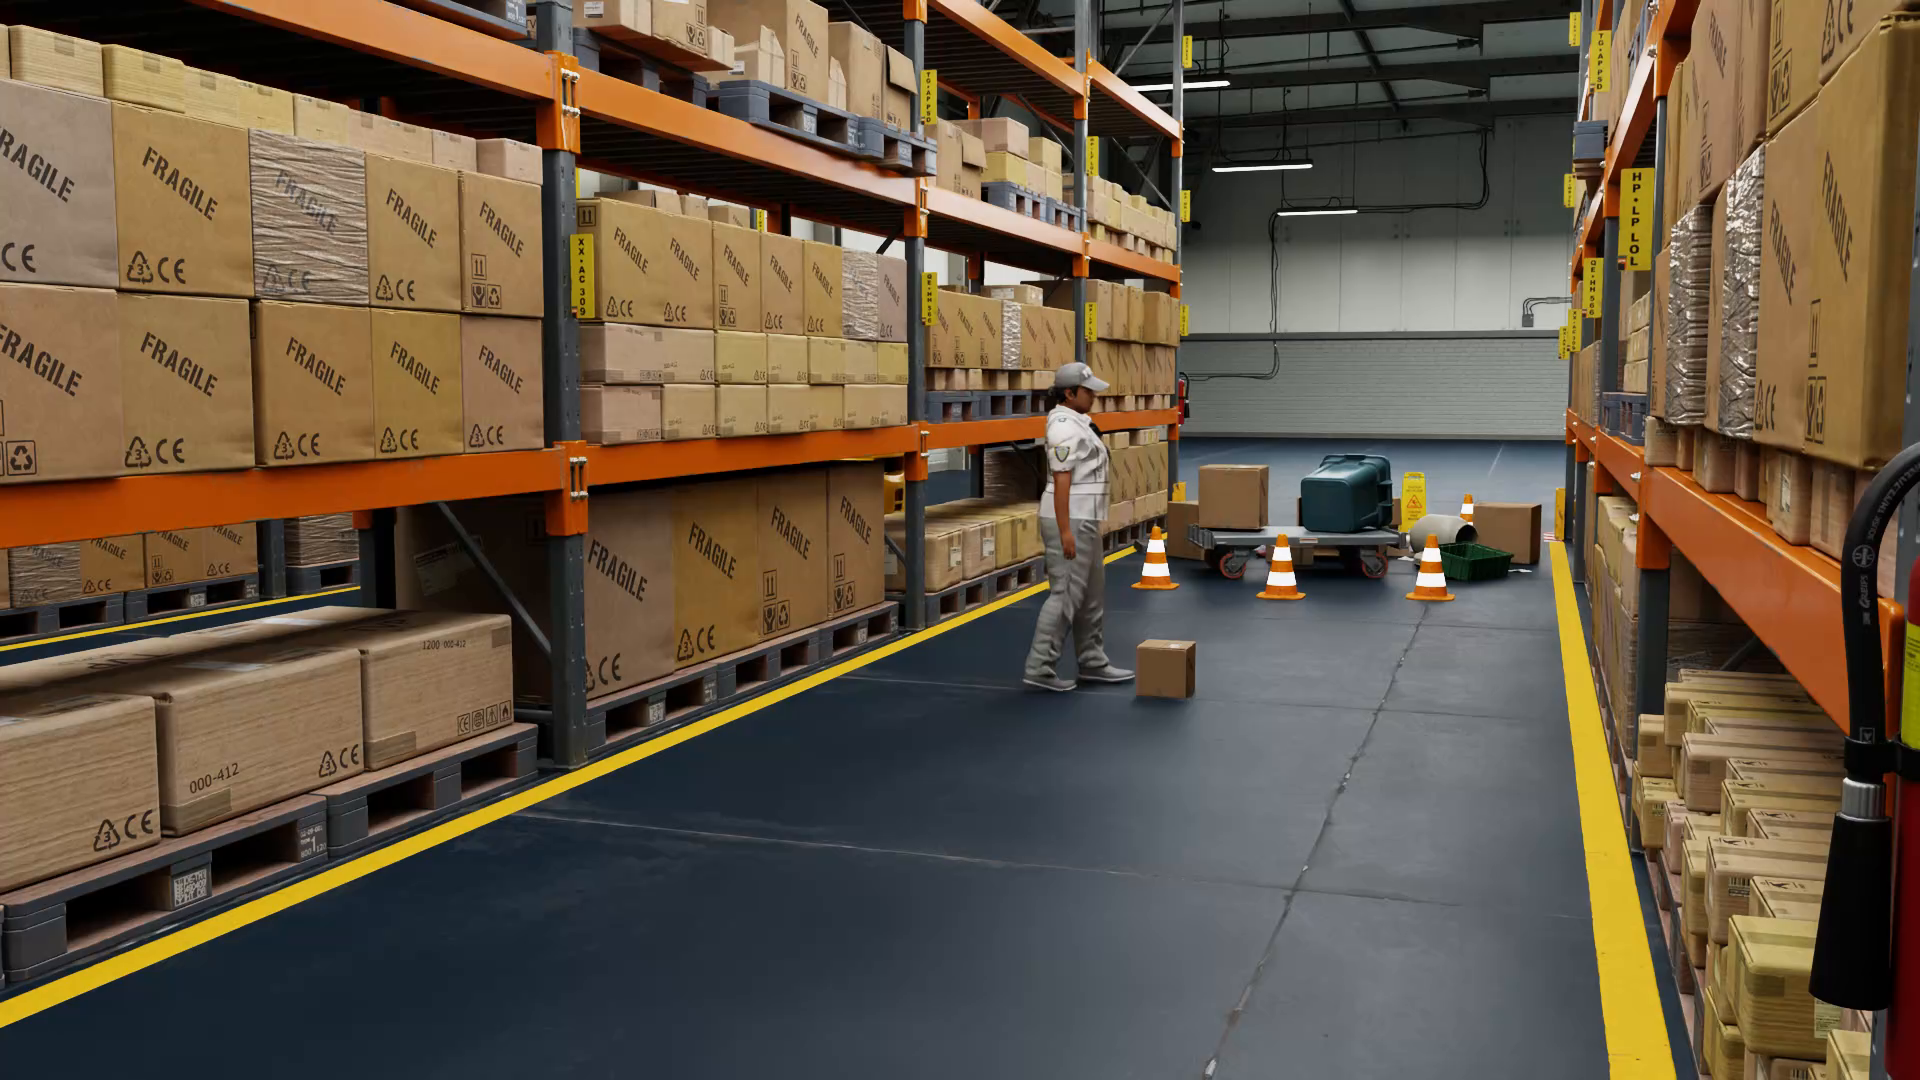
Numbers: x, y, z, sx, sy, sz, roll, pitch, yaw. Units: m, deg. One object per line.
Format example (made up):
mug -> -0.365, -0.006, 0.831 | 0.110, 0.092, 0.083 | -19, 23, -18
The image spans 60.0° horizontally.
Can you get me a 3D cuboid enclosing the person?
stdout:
person -> 0.617, -0.069, 8.489 | 0.577, 1.670, 0.485 | 0, 5, 4
